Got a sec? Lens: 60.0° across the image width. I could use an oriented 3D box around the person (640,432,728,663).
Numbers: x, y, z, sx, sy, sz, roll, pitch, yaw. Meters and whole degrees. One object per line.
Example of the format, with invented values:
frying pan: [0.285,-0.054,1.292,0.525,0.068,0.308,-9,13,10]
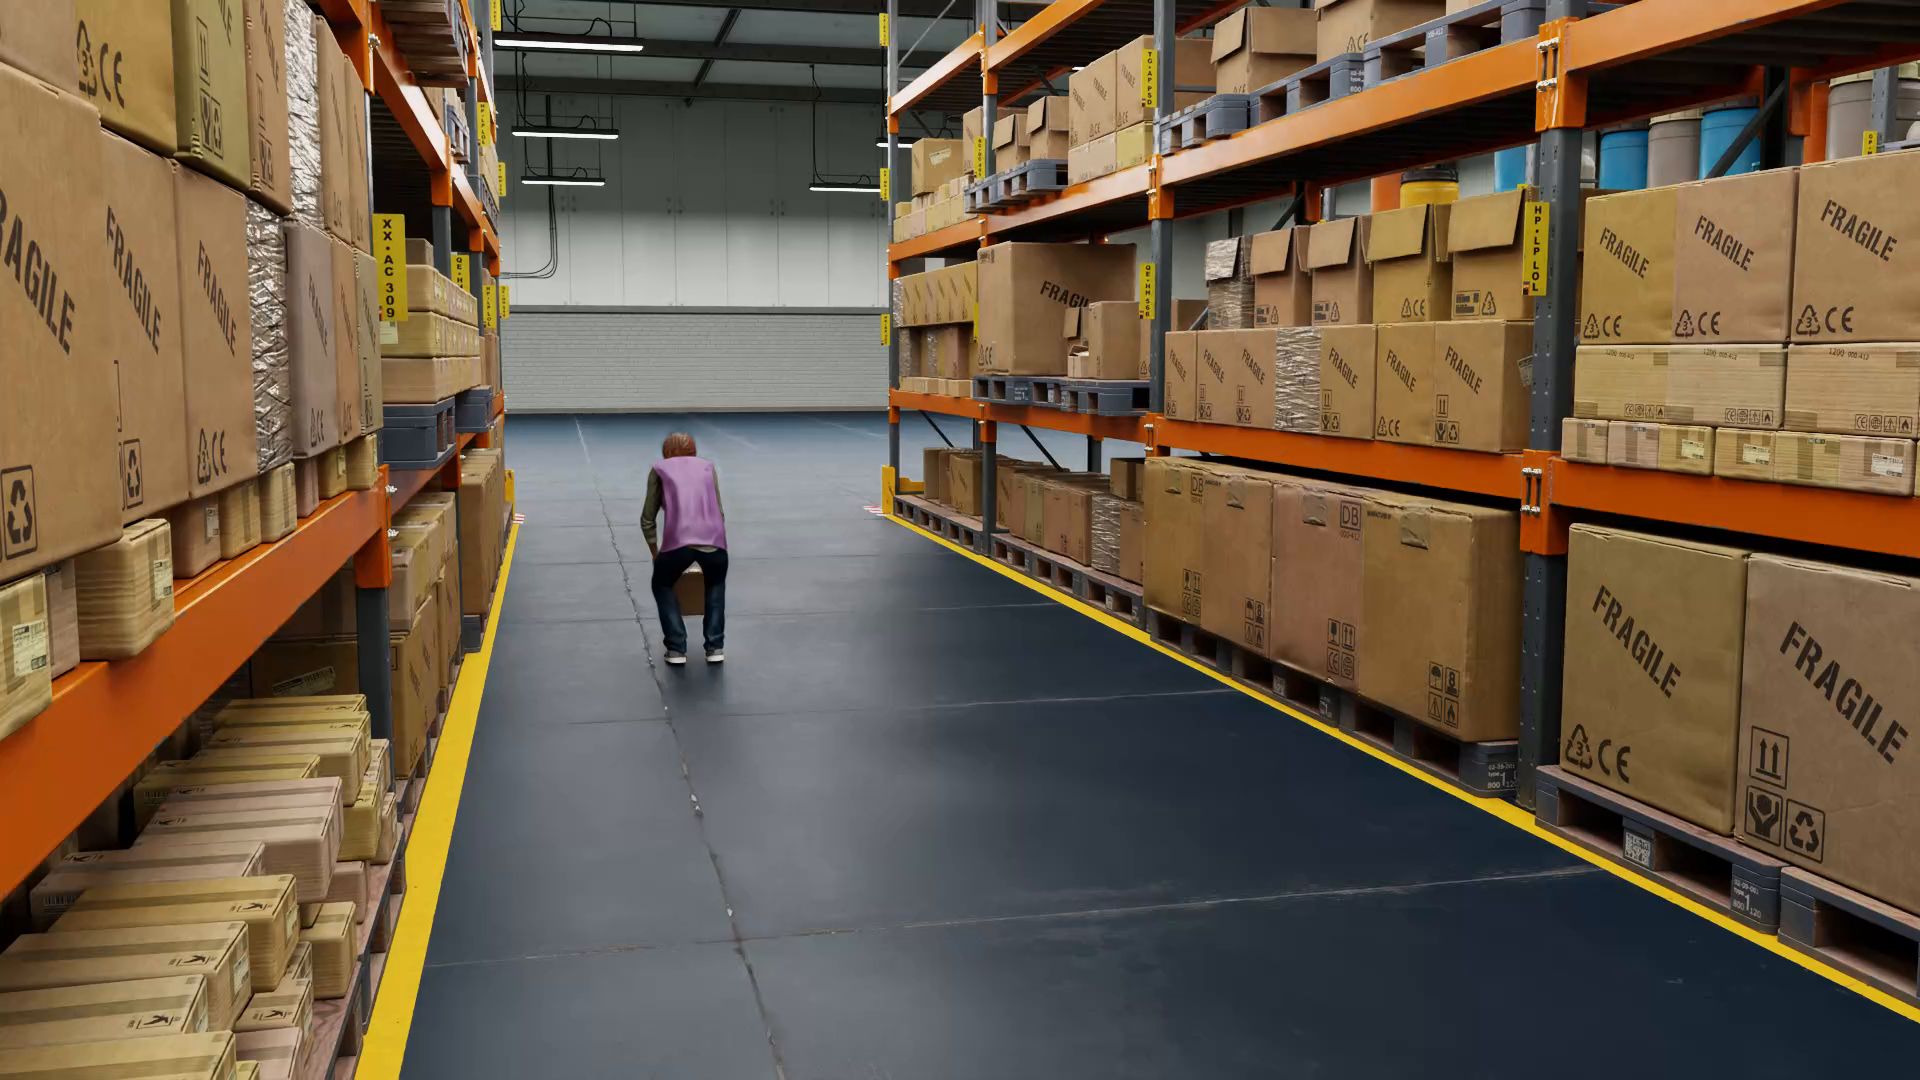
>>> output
person: [-1.502,0.054,9.082,0.463,1.230,0.685,-2,7,-14]
